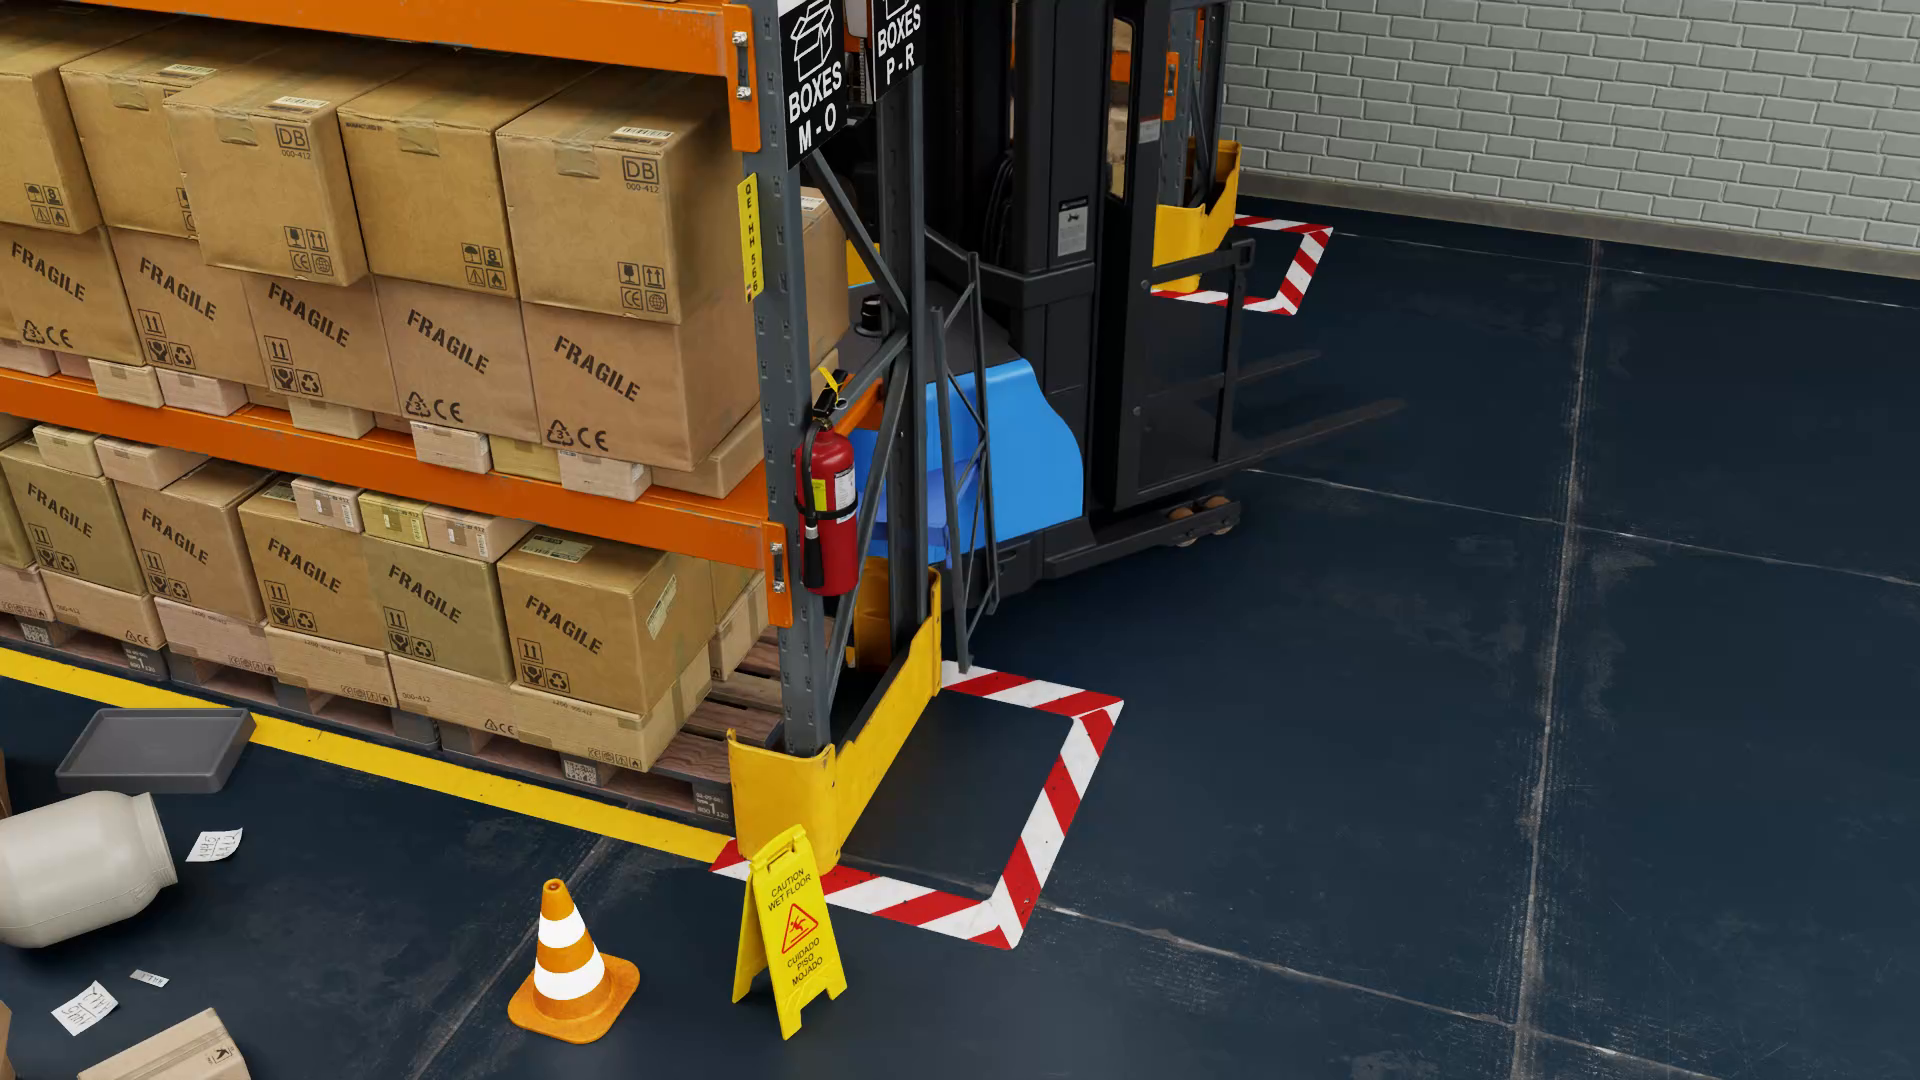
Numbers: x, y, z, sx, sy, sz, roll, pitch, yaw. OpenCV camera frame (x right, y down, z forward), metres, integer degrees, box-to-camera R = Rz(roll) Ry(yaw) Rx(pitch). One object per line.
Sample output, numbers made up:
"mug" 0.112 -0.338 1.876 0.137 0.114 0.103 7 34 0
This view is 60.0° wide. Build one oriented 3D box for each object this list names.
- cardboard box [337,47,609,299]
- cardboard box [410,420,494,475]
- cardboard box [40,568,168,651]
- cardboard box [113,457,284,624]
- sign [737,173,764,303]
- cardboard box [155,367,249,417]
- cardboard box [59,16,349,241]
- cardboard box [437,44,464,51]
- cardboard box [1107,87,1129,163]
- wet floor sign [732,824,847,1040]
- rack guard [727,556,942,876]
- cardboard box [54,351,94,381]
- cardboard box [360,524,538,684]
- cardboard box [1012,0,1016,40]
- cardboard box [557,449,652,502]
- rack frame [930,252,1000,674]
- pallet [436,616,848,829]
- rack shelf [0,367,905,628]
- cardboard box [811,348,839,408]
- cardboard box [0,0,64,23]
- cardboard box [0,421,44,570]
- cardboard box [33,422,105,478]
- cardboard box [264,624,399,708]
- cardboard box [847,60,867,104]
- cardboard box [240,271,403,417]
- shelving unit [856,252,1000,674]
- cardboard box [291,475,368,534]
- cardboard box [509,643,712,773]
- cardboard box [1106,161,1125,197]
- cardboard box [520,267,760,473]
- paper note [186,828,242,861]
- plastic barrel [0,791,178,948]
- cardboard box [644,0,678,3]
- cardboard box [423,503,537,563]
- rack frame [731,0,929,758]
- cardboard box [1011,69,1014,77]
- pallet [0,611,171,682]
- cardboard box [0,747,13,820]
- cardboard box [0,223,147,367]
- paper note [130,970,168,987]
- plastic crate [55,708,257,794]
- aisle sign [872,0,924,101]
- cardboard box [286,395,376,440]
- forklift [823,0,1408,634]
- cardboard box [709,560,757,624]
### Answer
"cardboard box" -1.368 -1.113 4.920 0.500 0.500 0.700 11 35 17
"cardboard box" -1.526 -0.380 5.305 0.250 0.149 0.380 12 35 17
"cardboard box" -3.134 0.137 6.420 0.500 0.250 0.500 13 35 19
"cardboard box" -2.645 -0.082 6.068 0.500 0.500 0.500 13 35 19
"sign" -0.546 -0.787 4.345 0.005 0.325 0.100 11 34 16
"cardboard box" -2.469 -0.582 5.617 0.250 0.149 0.380 11 34 16
"cardboard box" -2.306 -1.316 5.234 0.500 0.500 0.700 11 34 16
"cardboard box" -2.929 -2.983 10.907 0.625 0.625 0.875 13 35 19
"cardboard box" 0.793 -2.349 9.349 0.500 0.250 0.500 12 35 18
"wet floor sign" -0.522 1.123 4.916 0.232 0.644 0.267 24 40 32
"rack guard" -0.411 0.589 5.877 0.348 0.500 1.175 11 34 16
"cardboard box" -2.918 -0.704 5.806 0.250 0.149 0.380 11 34 16
"cardboard box" -1.674 0.109 5.772 0.500 0.500 0.500 12 35 18
"cardboard box" 0.294 -3.080 9.163 0.500 0.500 0.500 12 35 18
"cardboard box" -1.040 -0.291 5.167 0.250 0.149 0.380 11 34 16
"rack frame" 0.030 -0.257 6.092 0.032 1.500 0.500 6 34 15
"pallet" -1.164 0.543 6.214 1.213 0.211 1.003 11 34 16
"rack shelf" -2.222 -0.511 5.940 4.000 0.370 1.077 11 34 16
"cardboard box" -0.589 -0.510 5.506 0.250 0.149 0.380 11 34 17
"cardboard box" -3.291 -1.471 5.474 0.500 0.500 0.700 11 34 17
"cardboard box" -3.641 -0.270 6.359 0.500 0.500 0.500 13 35 19
"cardboard box" -3.059 -0.396 5.956 0.250 0.149 0.380 12 35 18
"cardboard box" -2.171 0.329 6.123 0.500 0.250 0.500 10 34 15
"cardboard box" -0.643 -2.623 9.774 0.500 0.250 0.500 10 34 15
"cardboard box" -1.883 -0.760 5.296 0.500 0.500 0.500 11 34 16
"shelving unit" -0.458 -0.306 6.225 1.048 1.500 0.538 6 34 15
"cardboard box" -2.033 -0.199 5.652 0.250 0.149 0.380 12 35 19
"cardboard box" -1.214 0.516 5.833 0.500 0.250 0.500 11 34 16
"cardboard box" 0.768 -2.143 9.491 0.500 0.250 0.500 11 34 16
"cardboard box" -0.943 -0.573 5.006 0.500 0.500 0.500 10 34 16
"paper note" -2.521 1.030 5.627 0.148 0.019 0.142 0 33 0
"plastic barrel" -2.795 1.030 5.265 0.512 0.421 0.421 -18 37 -25
"cardboard box" -0.770 -1.525 4.312 0.250 0.149 0.380 11 34 17
"cardboard box" -1.550 -0.103 5.502 0.250 0.149 0.380 12 35 18
"rack frame" -0.340 -0.447 5.178 0.127 3.000 1.000 11 34 16
"cardboard box" 0.471 -2.698 9.890 0.500 0.250 0.500 11 34 17
"pallet" -3.461 0.097 6.905 1.213 0.211 1.003 11 34 16
"cardboard box" -3.555 0.761 5.609 0.500 0.500 0.500 -18 37 -25
"cardboard box" -2.836 -0.945 5.582 0.500 0.500 0.500 11 34 16
"paper note" -2.507 1.355 5.142 0.123 0.001 0.032 11 34 16
"plastic crate" -2.904 0.753 6.010 0.583 0.080 0.402 0 33 0
"aisle sign" -0.177 -1.687 4.700 0.004 0.787 0.394 11 34 16
"cardboard box" -1.991 -0.499 5.490 0.250 0.149 0.380 11 34 16
"forklift" 0.637 -1.432 6.766 3.031 2.935 1.130 -17 37 -25
"cardboard box" -1.028 -0.077 6.060 0.500 0.500 0.500 10 34 15
